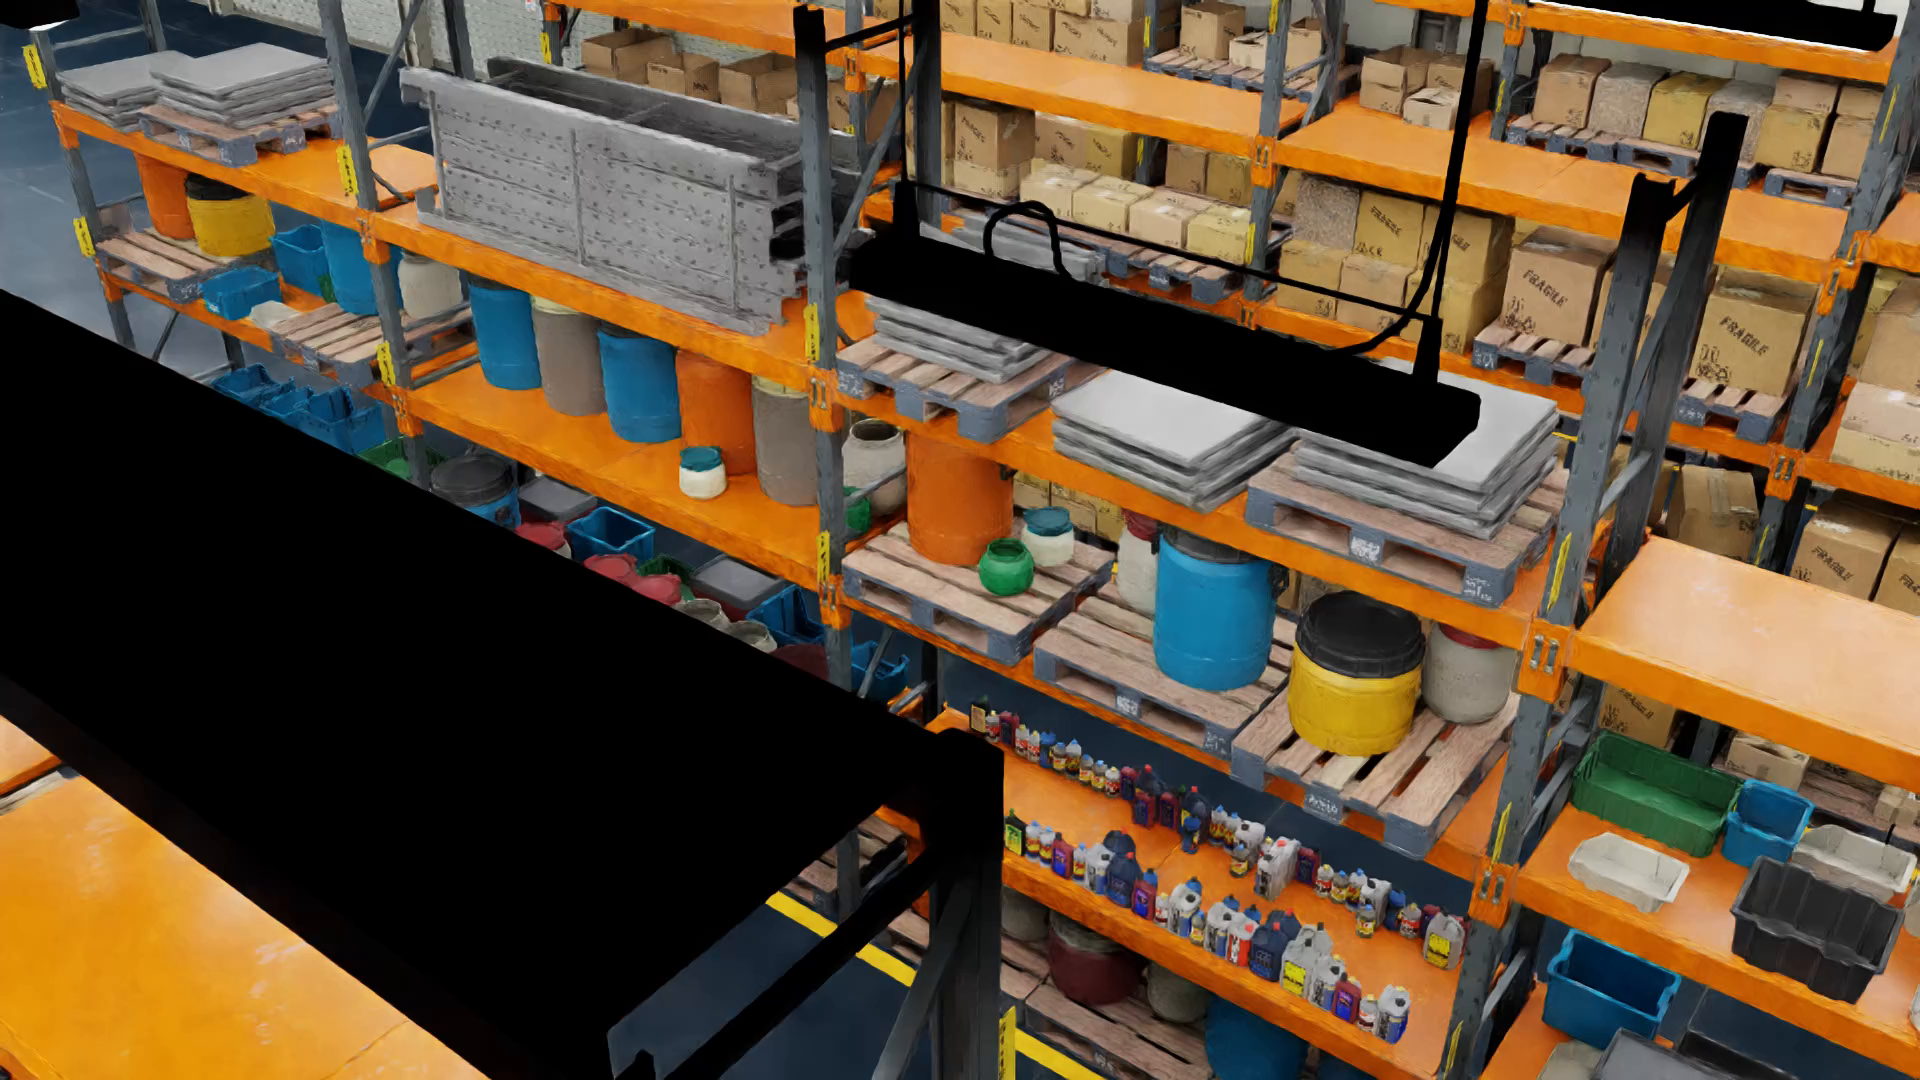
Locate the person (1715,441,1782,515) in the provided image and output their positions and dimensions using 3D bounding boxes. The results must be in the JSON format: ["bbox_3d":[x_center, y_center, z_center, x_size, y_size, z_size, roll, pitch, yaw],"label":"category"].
[{"bbox_3d":[6.914,-0.555,14.446,0.652,1.787,0.522,9,33,14],"label":"person"}]

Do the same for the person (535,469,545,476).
[{"bbox_3d":[-3.678,-1.265,15.782,1.016,1.604,0.446,16,35,24],"label":"person"}]
